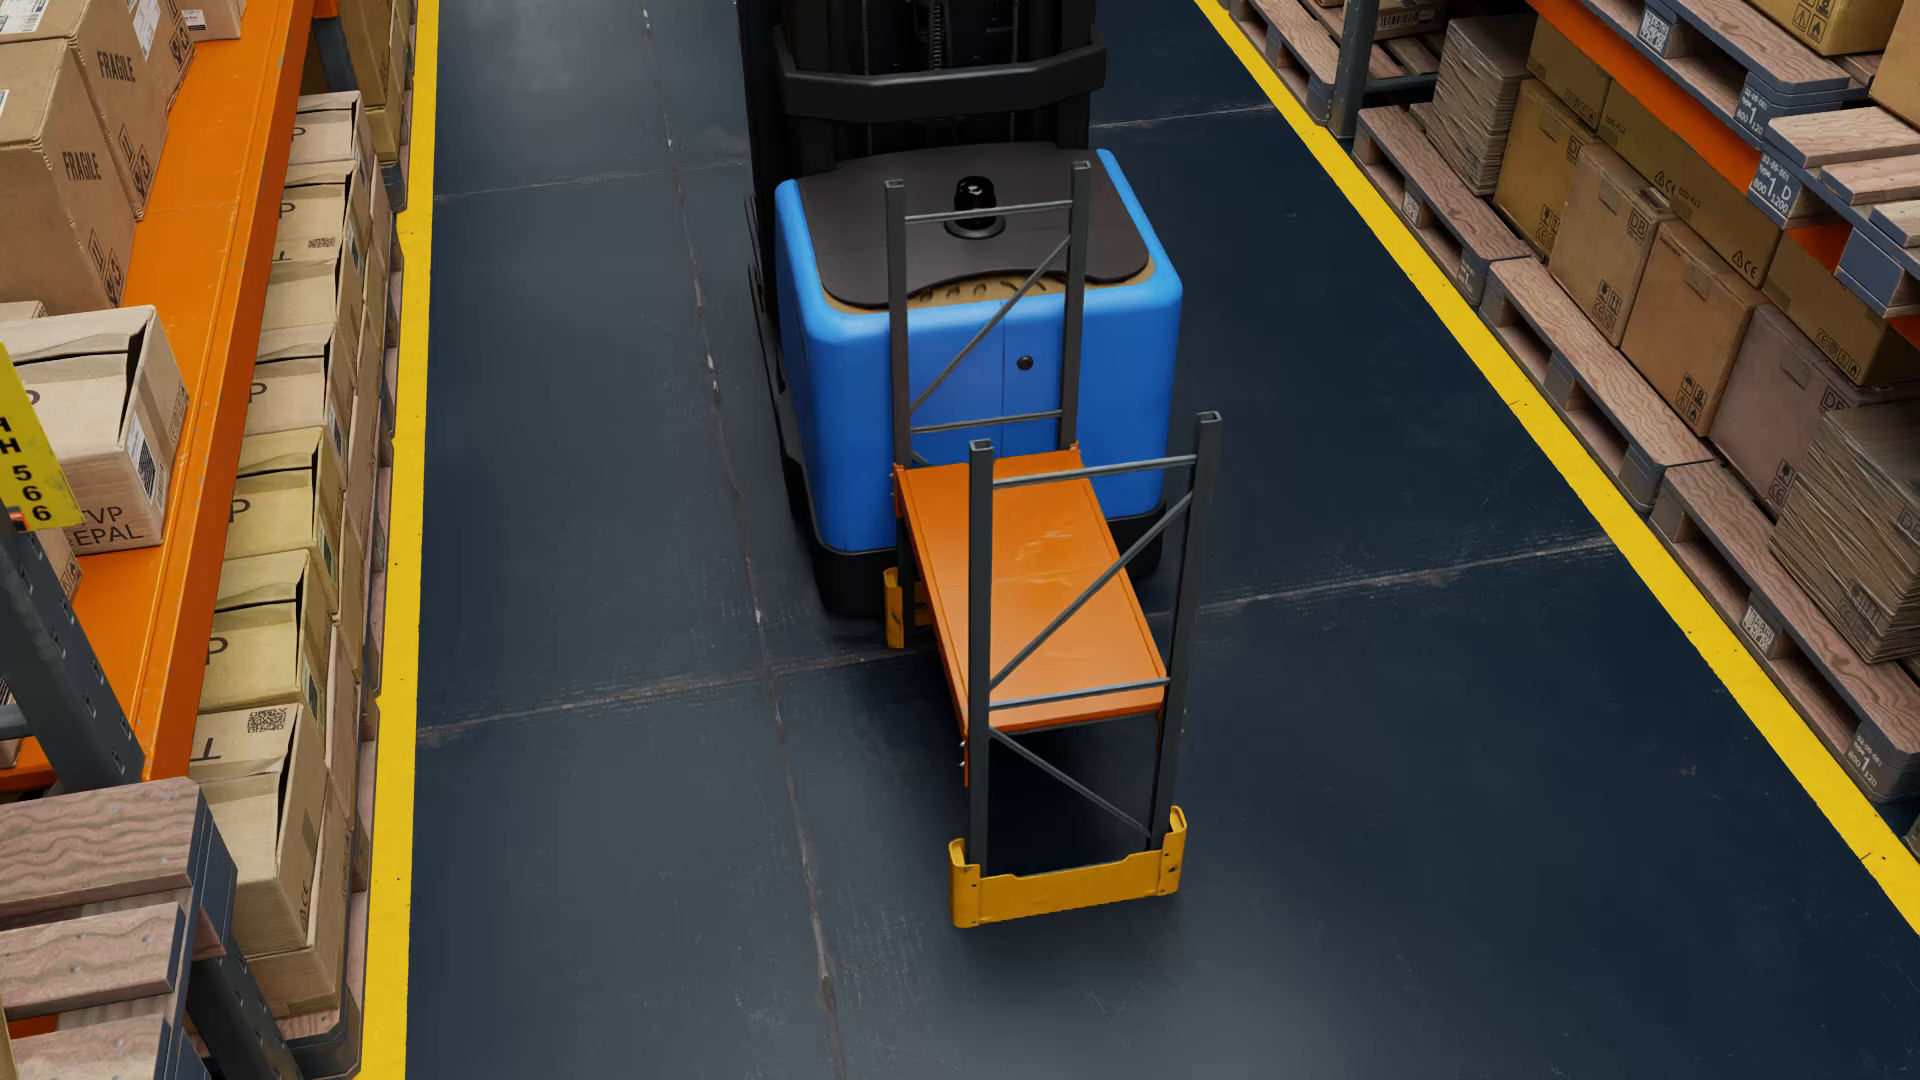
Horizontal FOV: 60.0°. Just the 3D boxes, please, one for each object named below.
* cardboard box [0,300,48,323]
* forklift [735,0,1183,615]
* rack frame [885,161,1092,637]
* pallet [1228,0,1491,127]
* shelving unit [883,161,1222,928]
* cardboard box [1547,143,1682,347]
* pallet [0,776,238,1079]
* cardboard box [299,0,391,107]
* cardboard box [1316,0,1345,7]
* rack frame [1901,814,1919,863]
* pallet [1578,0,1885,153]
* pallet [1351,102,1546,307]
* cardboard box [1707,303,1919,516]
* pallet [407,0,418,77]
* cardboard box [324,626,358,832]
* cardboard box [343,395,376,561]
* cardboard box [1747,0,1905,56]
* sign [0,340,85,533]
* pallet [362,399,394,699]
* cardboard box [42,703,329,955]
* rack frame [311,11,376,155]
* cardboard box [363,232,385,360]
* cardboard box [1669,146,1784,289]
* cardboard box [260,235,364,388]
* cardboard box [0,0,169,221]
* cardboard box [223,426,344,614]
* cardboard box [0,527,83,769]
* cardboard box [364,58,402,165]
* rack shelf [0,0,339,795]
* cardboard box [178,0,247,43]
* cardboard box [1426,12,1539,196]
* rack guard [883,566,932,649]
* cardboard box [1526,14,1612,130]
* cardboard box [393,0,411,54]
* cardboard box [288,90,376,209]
[{"bbox_3d":[-2.196,-0.377,3.604,0.380,0.149,0.250,-5,42,-6],"label":"cardboard box"},{"bbox_3d":[-0.175,-1.863,5.141,1.130,2.935,3.031,-7,42,-8],"label":"forklift"},{"bbox_3d":[0.069,-0.314,4.474,0.500,1.500,0.032,-7,42,-8],"label":"rack frame"},{"bbox_3d":[1.928,-2.345,7.733,1.003,0.211,1.213,-8,42,-9],"label":"pallet"},{"bbox_3d":[0.169,0.023,4.094,0.587,1.500,1.083,-7,42,-8],"label":"shelving unit"},{"bbox_3d":[2.514,-1.048,5.723,0.700,0.500,0.500,-8,42,-9],"label":"cardboard box"},{"bbox_3d":[-1.651,0.849,2.179,1.213,0.211,1.003,-8,42,-9],"label":"pallet"},{"bbox_3d":[-2.523,-2.000,6.433,0.500,0.500,0.500,-8,42,-9],"label":"cardboard box"},{"bbox_3d":[1.844,-2.854,7.757,0.500,0.500,0.500,-11,43,-12],"label":"cardboard box"},{"bbox_3d":[2.971,-0.365,3.401,1.000,3.000,0.127,-8,42,-9],"label":"rack frame"},{"bbox_3d":[2.503,-1.570,4.904,1.003,0.211,1.213,-8,42,-9],"label":"pallet"},{"bbox_3d":[2.277,-1.410,6.680,1.003,0.211,1.213,-8,42,-9],"label":"pallet"},{"bbox_3d":[2.767,-0.404,4.997,0.700,0.500,0.500,-8,42,-9],"label":"cardboard box"},{"bbox_3d":[-3.126,-2.516,7.926,1.003,0.211,1.213,-8,42,-9],"label":"pallet"},{"bbox_3d":[-1.801,0.512,4.169,0.500,0.250,0.500,-9,42,-10],"label":"cardboard box"},{"bbox_3d":[-2.030,-0.157,4.922,0.500,0.250,0.500,-8,42,-8],"label":"cardboard box"},{"bbox_3d":[2.569,-1.674,4.470,0.700,0.500,0.500,-8,42,-9],"label":"cardboard box"},{"bbox_3d":[-1.338,-0.140,2.335,0.100,0.325,0.005,-8,42,-9],"label":"sign"},{"bbox_3d":[-2.265,0.062,5.021,1.003,0.211,1.213,-8,42,-9],"label":"pallet"},{"bbox_3d":[-1.692,0.628,3.616,0.500,0.311,0.500,-7,42,-8],"label":"cardboard box"},{"bbox_3d":[-2.729,-2.245,5.520,1.000,3.000,0.127,-8,42,-9],"label":"rack frame"},{"bbox_3d":[-2.249,-0.819,5.668,0.500,0.250,0.500,-9,42,-10],"label":"cardboard box"},{"bbox_3d":[2.587,-1.045,5.155,0.500,0.250,0.500,-9,42,-9],"label":"cardboard box"},{"bbox_3d":[-2.138,-0.702,5.114,0.500,0.311,0.500,-8,42,-9],"label":"cardboard box"},{"bbox_3d":[-2.357,-1.116,4.173,0.500,0.500,0.500,-8,42,-9],"label":"cardboard box"},{"bbox_3d":[-1.921,-0.043,4.371,0.500,0.311,0.500,-9,42,-10],"label":"cardboard box"},{"bbox_3d":[-1.901,0.139,2.901,0.500,0.311,0.500,-6,42,-7],"label":"cardboard box"},{"bbox_3d":[-2.533,-1.718,6.681,0.500,0.250,0.500,-8,42,-9],"label":"cardboard box"},{"bbox_3d":[-2.297,-0.680,4.298,1.077,0.370,4.000,-8,42,-9],"label":"rack shelf"},{"bbox_3d":[-2.360,-1.651,4.952,0.396,0.266,0.258,-9,42,-10],"label":"cardboard box"},{"bbox_3d":[2.282,-1.712,6.471,0.700,0.500,0.500,-7,42,-8],"label":"cardboard box"},{"bbox_3d":[0.073,0.166,4.875,0.587,0.250,0.087,-7,42,-8],"label":"rack guard"},{"bbox_3d":[2.381,-1.708,5.901,0.500,0.250,0.500,-9,42,-10],"label":"cardboard box"},{"bbox_3d":[-2.739,-2.368,7.413,0.500,0.250,0.500,-8,42,-9],"label":"cardboard box"},{"bbox_3d":[-2.362,-1.362,5.858,0.500,0.311,0.500,-8,42,-9],"label":"cardboard box"}]
